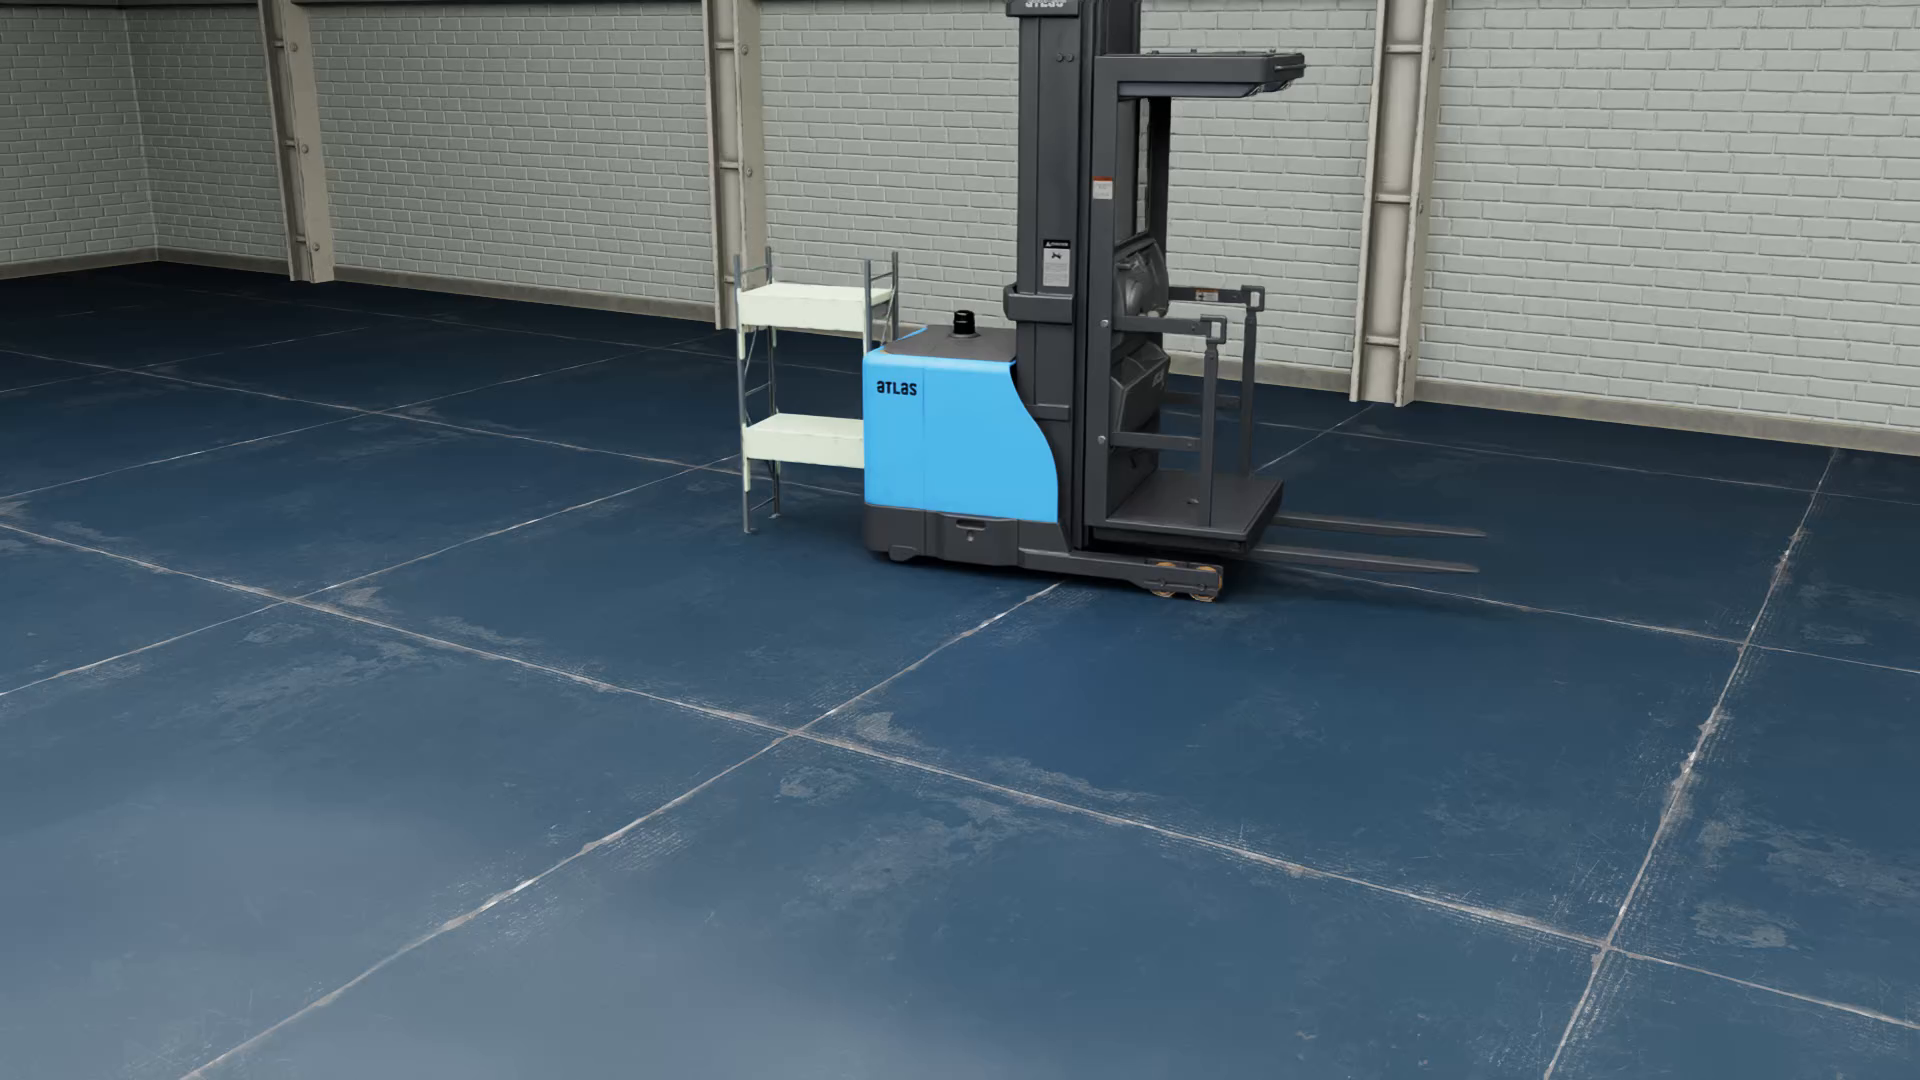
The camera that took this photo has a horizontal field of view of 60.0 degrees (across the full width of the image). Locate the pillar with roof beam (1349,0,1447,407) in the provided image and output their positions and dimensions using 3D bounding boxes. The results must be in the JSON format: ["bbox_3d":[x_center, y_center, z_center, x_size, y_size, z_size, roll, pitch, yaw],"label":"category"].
[{"bbox_3d":[0.863,-4.272,7.462,0.400,9.000,9.100,10,20,30],"label":"pillar with roof beam"}]

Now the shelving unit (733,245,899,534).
[{"bbox_3d":[-0.746,-0.772,8.841,0.755,1.500,0.431,6,18,19],"label":"shelving unit"}]

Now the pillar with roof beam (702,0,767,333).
[{"bbox_3d":[-4.250,-5.184,10.466,0.400,9.000,9.100,10,20,30],"label":"pillar with roof beam"}]

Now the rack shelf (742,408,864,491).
[{"bbox_3d":[-0.746,-0.460,8.936,0.720,0.370,0.431,6,18,19],"label":"rack shelf"}]

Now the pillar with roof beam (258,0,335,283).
[{"bbox_3d":[-9.363,-6.097,13.471,0.400,9.000,9.100,10,20,30],"label":"pillar with roof beam"}]

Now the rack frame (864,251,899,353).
[{"bbox_3d":[-0.402,-0.735,8.722,0.023,1.500,0.400,6,18,19],"label":"rack frame"}]

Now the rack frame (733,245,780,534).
[{"bbox_3d":[-1.091,-0.808,8.960,0.023,1.500,0.400,6,18,19],"label":"rack frame"}]

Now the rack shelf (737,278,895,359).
[{"bbox_3d":[-0.746,-1.145,8.727,0.720,0.370,0.431,6,18,19],"label":"rack shelf"}]

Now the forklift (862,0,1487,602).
[{"bbox_3d":[1.072,-1.283,8.063,3.031,2.935,1.130,6,18,19],"label":"forklift"}]
